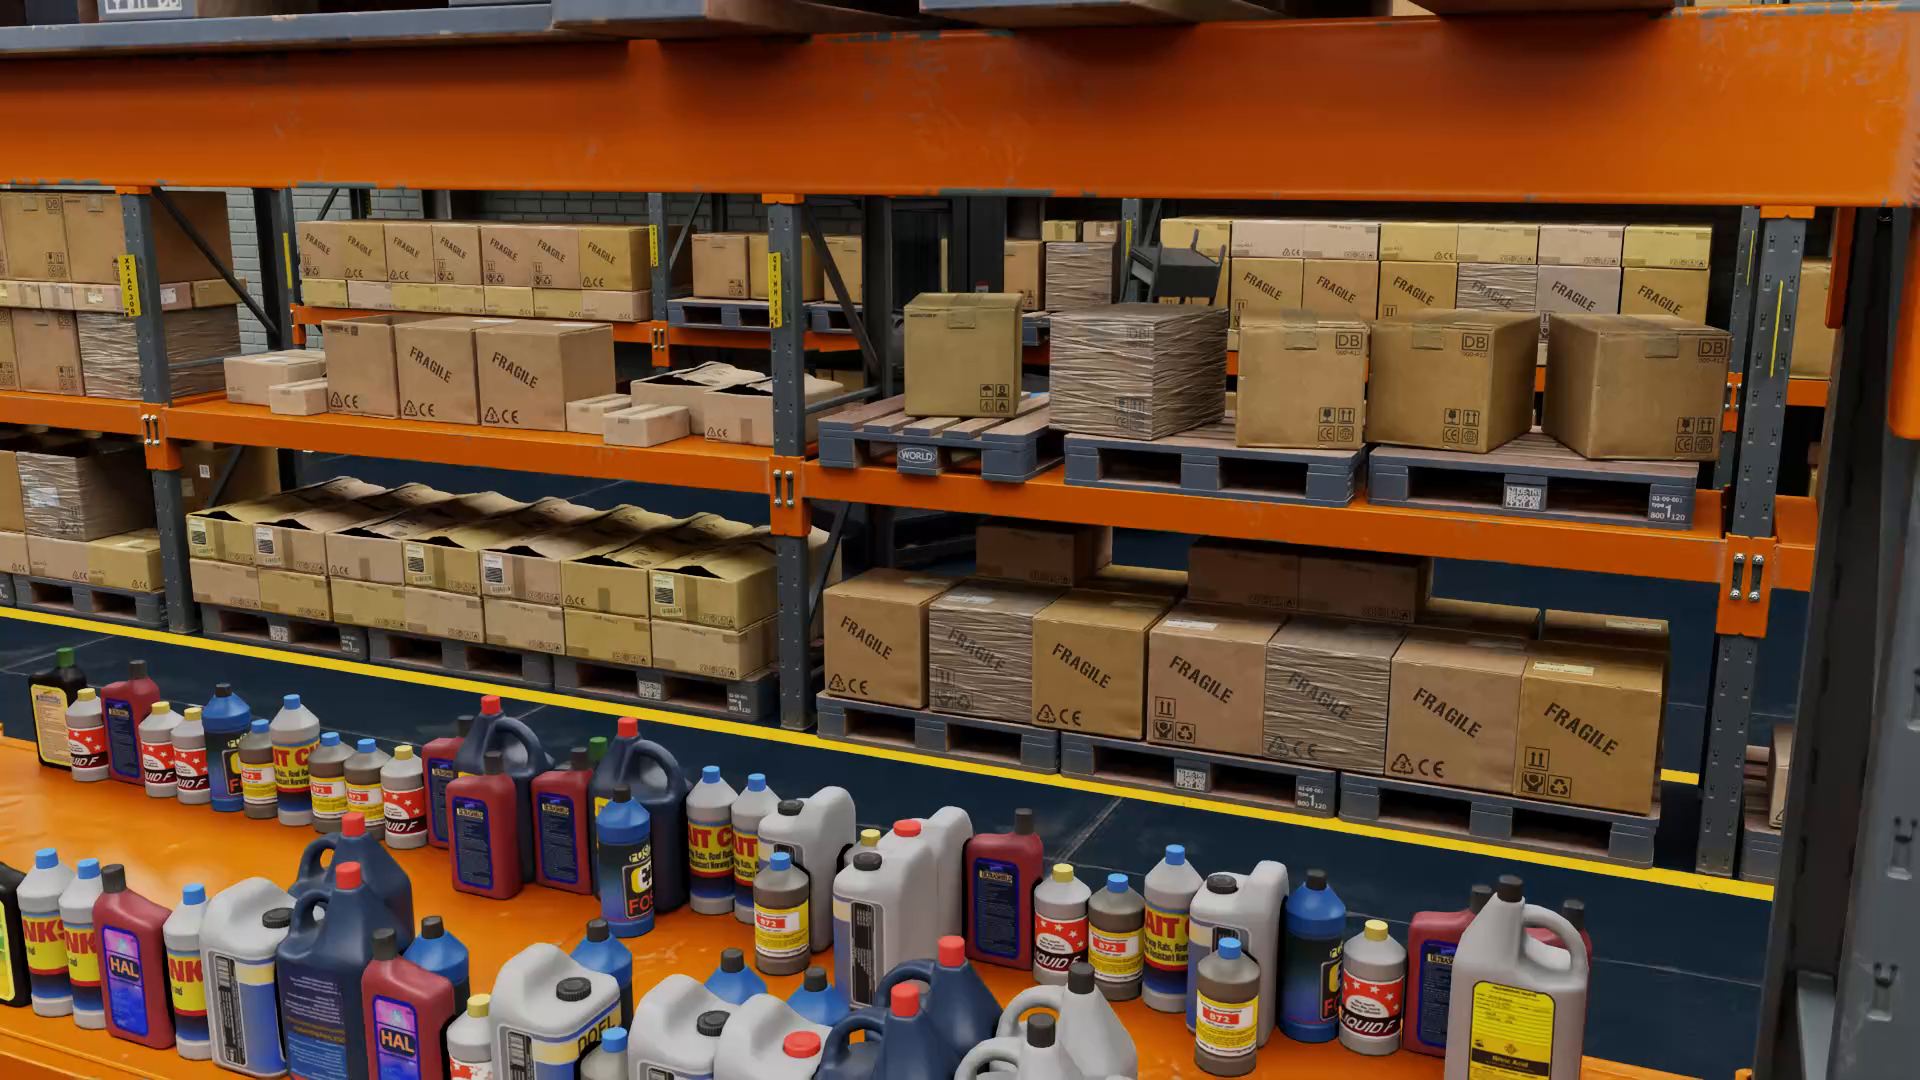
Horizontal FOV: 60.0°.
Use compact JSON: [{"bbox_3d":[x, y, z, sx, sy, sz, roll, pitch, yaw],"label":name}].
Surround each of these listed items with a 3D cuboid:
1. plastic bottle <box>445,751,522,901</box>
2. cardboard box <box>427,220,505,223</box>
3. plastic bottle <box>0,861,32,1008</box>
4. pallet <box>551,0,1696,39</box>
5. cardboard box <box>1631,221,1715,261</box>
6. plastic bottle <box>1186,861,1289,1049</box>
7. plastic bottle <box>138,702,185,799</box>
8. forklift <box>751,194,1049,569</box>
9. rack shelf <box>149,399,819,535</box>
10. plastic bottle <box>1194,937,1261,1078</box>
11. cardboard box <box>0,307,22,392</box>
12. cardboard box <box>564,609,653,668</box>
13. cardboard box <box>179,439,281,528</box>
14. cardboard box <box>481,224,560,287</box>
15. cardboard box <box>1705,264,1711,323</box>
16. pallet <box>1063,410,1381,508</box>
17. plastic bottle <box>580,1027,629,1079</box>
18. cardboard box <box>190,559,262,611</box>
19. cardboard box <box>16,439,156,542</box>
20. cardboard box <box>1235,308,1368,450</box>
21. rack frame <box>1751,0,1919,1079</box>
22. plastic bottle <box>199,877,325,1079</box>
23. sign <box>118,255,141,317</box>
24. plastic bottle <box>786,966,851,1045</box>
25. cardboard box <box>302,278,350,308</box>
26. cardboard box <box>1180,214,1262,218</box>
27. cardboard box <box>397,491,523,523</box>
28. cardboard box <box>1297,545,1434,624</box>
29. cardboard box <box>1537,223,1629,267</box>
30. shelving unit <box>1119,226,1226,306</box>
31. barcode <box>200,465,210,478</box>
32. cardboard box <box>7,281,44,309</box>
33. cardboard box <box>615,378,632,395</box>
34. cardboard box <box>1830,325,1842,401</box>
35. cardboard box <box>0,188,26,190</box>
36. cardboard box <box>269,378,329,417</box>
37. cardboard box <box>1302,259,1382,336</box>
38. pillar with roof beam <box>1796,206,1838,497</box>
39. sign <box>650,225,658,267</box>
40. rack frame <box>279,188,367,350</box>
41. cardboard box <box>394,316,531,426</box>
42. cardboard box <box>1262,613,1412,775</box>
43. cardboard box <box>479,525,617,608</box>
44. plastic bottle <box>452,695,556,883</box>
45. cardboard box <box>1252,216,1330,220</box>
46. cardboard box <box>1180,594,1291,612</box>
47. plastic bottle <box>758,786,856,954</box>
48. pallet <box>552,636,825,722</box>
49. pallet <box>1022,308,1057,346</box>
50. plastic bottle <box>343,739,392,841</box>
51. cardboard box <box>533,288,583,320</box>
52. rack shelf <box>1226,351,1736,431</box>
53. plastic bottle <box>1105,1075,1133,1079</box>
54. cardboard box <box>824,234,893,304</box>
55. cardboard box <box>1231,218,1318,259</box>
[{"bbox_3d":[-0.908,0.535,3.163,0.133,0.283,0.061,6,14,23],"label":"plastic bottle"},{"bbox_3d":[-4.460,-2.639,15.079,0.500,0.500,0.500,5,14,22],"label":"cardboard box"},{"bbox_3d":[-1.603,0.628,2.769,0.133,0.283,0.061,6,14,23],"label":"plastic bottle"},{"bbox_3d":[0.295,-0.673,1.905,1.003,0.211,1.213,6,14,23],"label":"pallet"},{"bbox_3d":[4.749,-1.987,11.102,0.500,0.250,0.500,6,15,25],"label":"cardboard box"},{"bbox_3d":[0.448,0.651,2.684,0.135,0.276,0.152,6,14,23],"label":"plastic bottle"},{"bbox_3d":[-1.754,0.458,3.671,0.097,0.201,0.097,0,13,0],"label":"plastic bottle"},{"bbox_3d":[-0.517,-1.345,11.073,3.031,2.935,1.130,-9,16,-34],"label":"forklift"},{"bbox_3d":[-2.425,-0.492,8.860,4.000,0.370,1.077,6,14,23],"label":"rack shelf"},{"bbox_3d":[0.414,0.716,2.574,0.097,0.201,0.097,0,13,0],"label":"plastic bottle"},{"bbox_3d":[-5.604,-1.210,10.128,0.500,0.500,0.700,6,14,24],"label":"cardboard box"},{"bbox_3d":[-1.649,0.432,8.445,0.500,0.250,0.500,6,14,23],"label":"cardboard box"},{"bbox_3d":[-4.551,-0.366,10.208,0.500,0.500,0.500,6,14,23],"label":"cardboard box"},{"bbox_3d":[-3.723,-2.437,14.217,0.500,0.500,0.500,5,14,22],"label":"cardboard box"},{"bbox_3d":[4.745,-1.620,11.180,0.500,0.500,0.500,5,14,21],"label":"cardboard box"},{"bbox_3d":[1.184,-0.385,7.248,1.213,0.211,1.003,6,14,23],"label":"pallet"},{"bbox_3d":[-0.475,0.777,2.312,0.097,0.201,0.097,0,13,0],"label":"plastic bottle"},{"bbox_3d":[-3.985,0.196,9.453,0.500,0.250,0.500,5,14,22],"label":"cardboard box"},{"bbox_3d":[-5.219,-0.304,9.942,0.500,0.500,0.500,6,14,23],"label":"cardboard box"},{"bbox_3d":[1.420,-0.691,6.994,0.500,0.500,0.700,2,13,9],"label":"cardboard box"},{"bbox_3d":[1.050,0.748,2.001,0.053,2.616,0.949,6,14,23],"label":"rack frame"},{"bbox_3d":[-1.073,0.673,2.590,0.135,0.276,0.152,6,14,23],"label":"plastic bottle"},{"bbox_3d":[-4.477,-1.371,8.964,0.005,0.325,0.100,6,14,23],"label":"sign"},{"bbox_3d":[-0.202,0.733,2.348,0.097,0.271,0.097,0,13,0],"label":"plastic bottle"},{"bbox_3d":[-5.590,-2.258,15.094,0.500,0.250,0.500,5,14,22],"label":"cardboard box"},{"bbox_3d":[1.926,-2.273,12.318,0.500,0.250,0.500,6,15,25],"label":"cardboard box"},{"bbox_3d":[-2.834,-0.095,9.465,0.500,0.311,0.500,6,14,23],"label":"cardboard box"},{"bbox_3d":[1.803,0.163,7.363,0.500,0.250,0.500,6,14,23],"label":"cardboard box"},{"bbox_3d":[4.070,-1.929,10.856,0.500,0.250,0.500,6,15,24],"label":"cardboard box"},{"bbox_3d":[1.324,-1.094,11.583,0.503,2.100,0.431,-2,27,-24],"label":"shelving unit"},{"bbox_3d":[-4.189,-0.381,9.220,0.075,0.075,0.001,6,14,23],"label":"barcode"},{"bbox_3d":[-5.295,-1.443,9.700,0.250,0.149,0.380,6,14,23],"label":"cardboard box"},{"bbox_3d":[-3.216,-1.147,14.586,0.500,0.500,0.500,5,14,19],"label":"cardboard box"},{"bbox_3d":[3.378,-0.720,5.850,0.500,0.500,0.500,6,15,25],"label":"cardboard box"},{"bbox_3d":[-6.038,-1.886,10.169,0.500,0.500,0.700,6,14,23],"label":"cardboard box"},{"bbox_3d":[-3.526,-0.780,9.063,0.250,0.149,0.380,6,14,23],"label":"cardboard box"},{"bbox_3d":[2.675,-1.700,11.521,0.500,0.500,0.500,6,14,23],"label":"cardboard box"},{"bbox_3d":[4.311,-3.459,6.799,0.400,9.000,9.100,6,14,23],"label":"pillar with roof beam"},{"bbox_3d":[-2.463,-2.370,13.392,0.005,0.325,0.100,6,14,23],"label":"sign"},{"bbox_3d":[-5.908,-2.432,15.554,0.127,3.000,1.000,6,14,23],"label":"rack frame"},{"bbox_3d":[-2.618,-0.906,8.832,0.500,0.500,0.500,6,14,23],"label":"cardboard box"},{"bbox_3d":[1.587,0.636,6.987,0.500,0.500,0.500,6,14,24],"label":"cardboard box"},{"bbox_3d":[-2.113,0.113,8.579,0.500,0.311,0.500,6,14,23],"label":"cardboard box"},{"bbox_3d":[-0.890,0.479,3.256,0.185,0.351,0.144,6,14,23],"label":"plastic bottle"},{"bbox_3d":[2.398,-2.224,12.111,0.500,0.250,0.500,5,14,21],"label":"cardboard box"},{"bbox_3d":[1.309,0.478,7.658,0.500,0.500,0.500,5,14,21],"label":"cardboard box"},{"bbox_3d":[-0.276,0.578,2.996,0.135,0.276,0.152,6,14,23],"label":"plastic bottle"},{"bbox_3d":[-1.333,0.616,8.667,1.213,0.211,1.003,6,14,23],"label":"pallet"},{"bbox_3d":[0.712,-1.642,12.608,1.003,0.211,1.213,6,14,23],"label":"pallet"},{"bbox_3d":[-1.220,0.512,3.441,0.097,0.201,0.097,0,13,0],"label":"plastic bottle"},{"bbox_3d":[-3.259,-2.027,14.113,0.500,0.250,0.500,6,14,23],"label":"cardboard box"},{"bbox_3d":[3.235,-1.157,11.693,4.000,0.370,1.077,6,14,23],"label":"rack shelf"},{"bbox_3d":[0.226,0.805,2.030,0.135,0.276,0.152,6,14,23],"label":"plastic bottle"},{"bbox_3d":[-0.676,-2.163,13.226,0.500,0.500,0.700,8,15,31],"label":"cardboard box"},{"bbox_3d":[2.209,-2.115,11.647,0.500,0.250,0.500,6,14,22],"label":"cardboard box"}]
